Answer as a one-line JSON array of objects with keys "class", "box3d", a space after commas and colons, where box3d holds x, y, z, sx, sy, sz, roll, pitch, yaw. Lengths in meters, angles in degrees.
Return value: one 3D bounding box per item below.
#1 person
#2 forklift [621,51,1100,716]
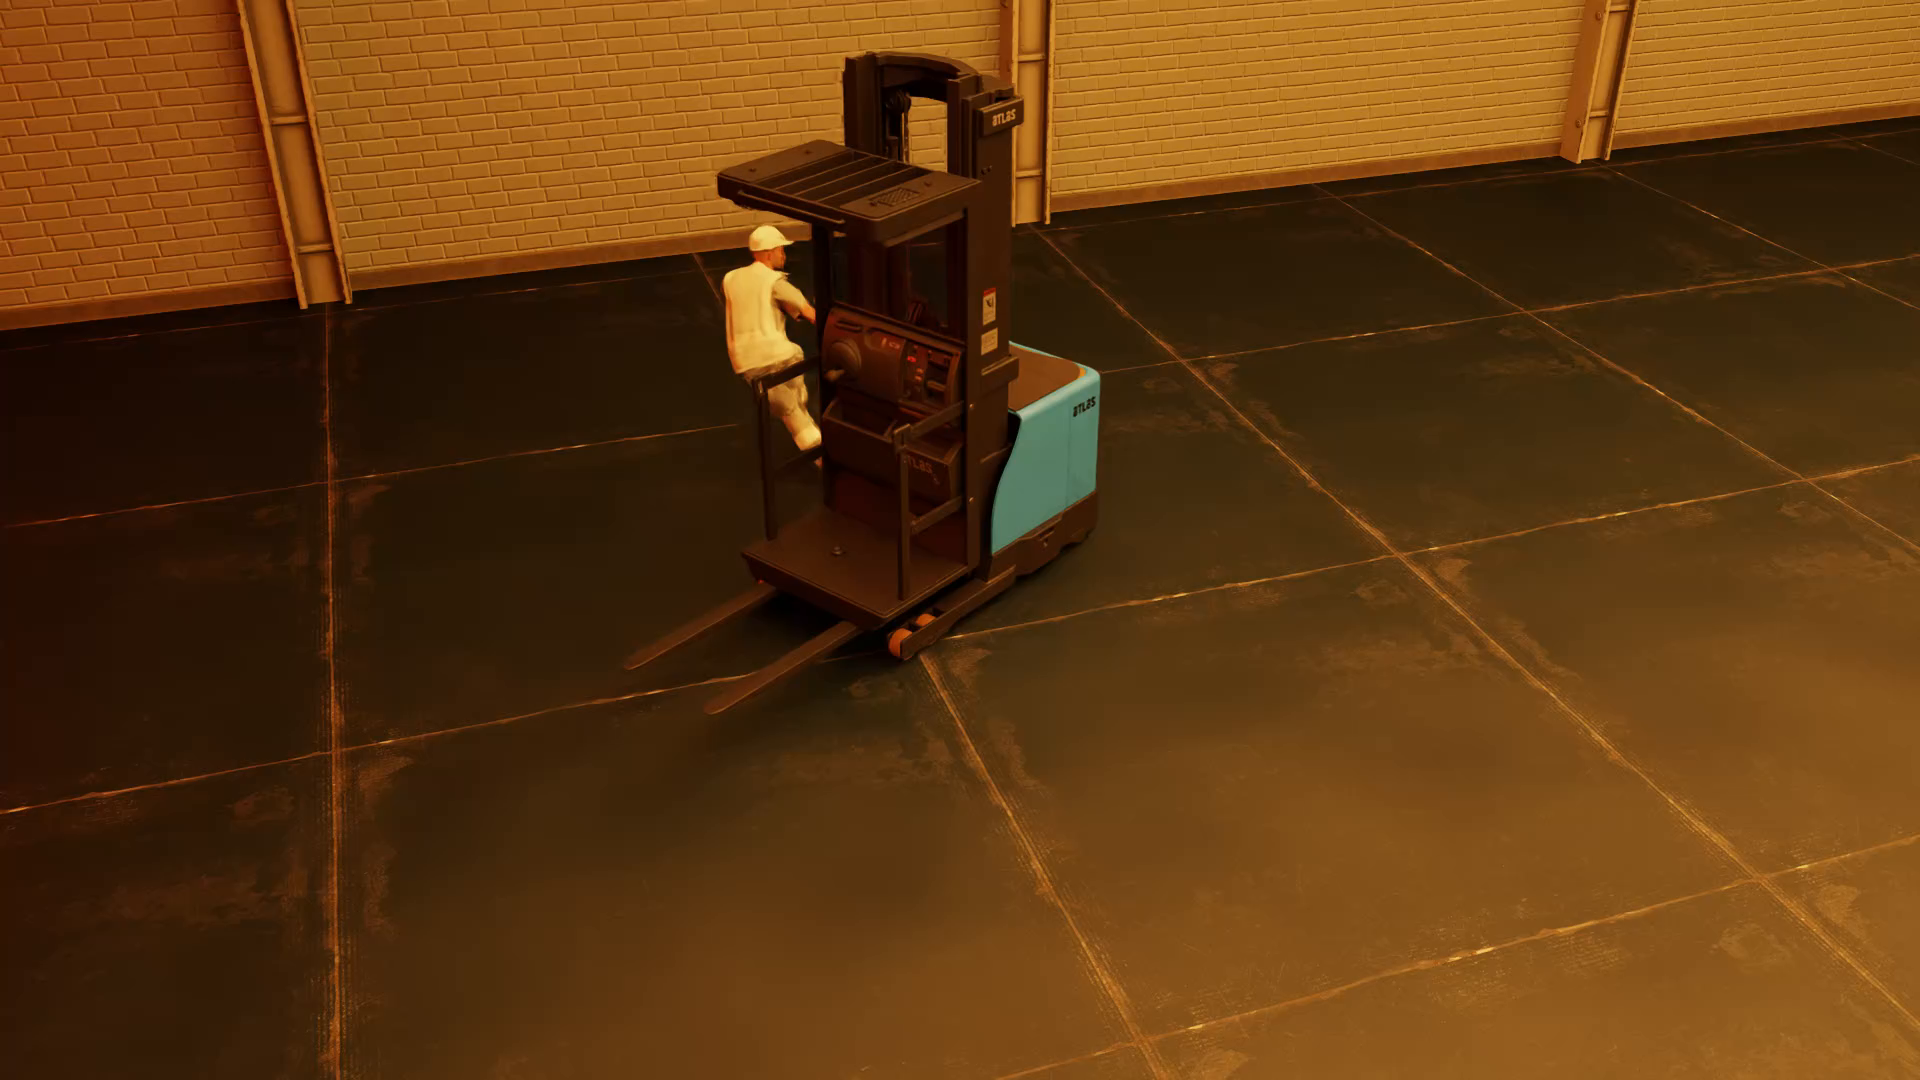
[{"class": "person", "box3d": [-1.065, -1.237, 10.611, 1.004, 1.530, 0.901, 5, 30, 8]}, {"class": "forklift", "box3d": [-0.504, -0.910, 8.668, 1.130, 2.935, 3.031, 23, 37, 34]}]
